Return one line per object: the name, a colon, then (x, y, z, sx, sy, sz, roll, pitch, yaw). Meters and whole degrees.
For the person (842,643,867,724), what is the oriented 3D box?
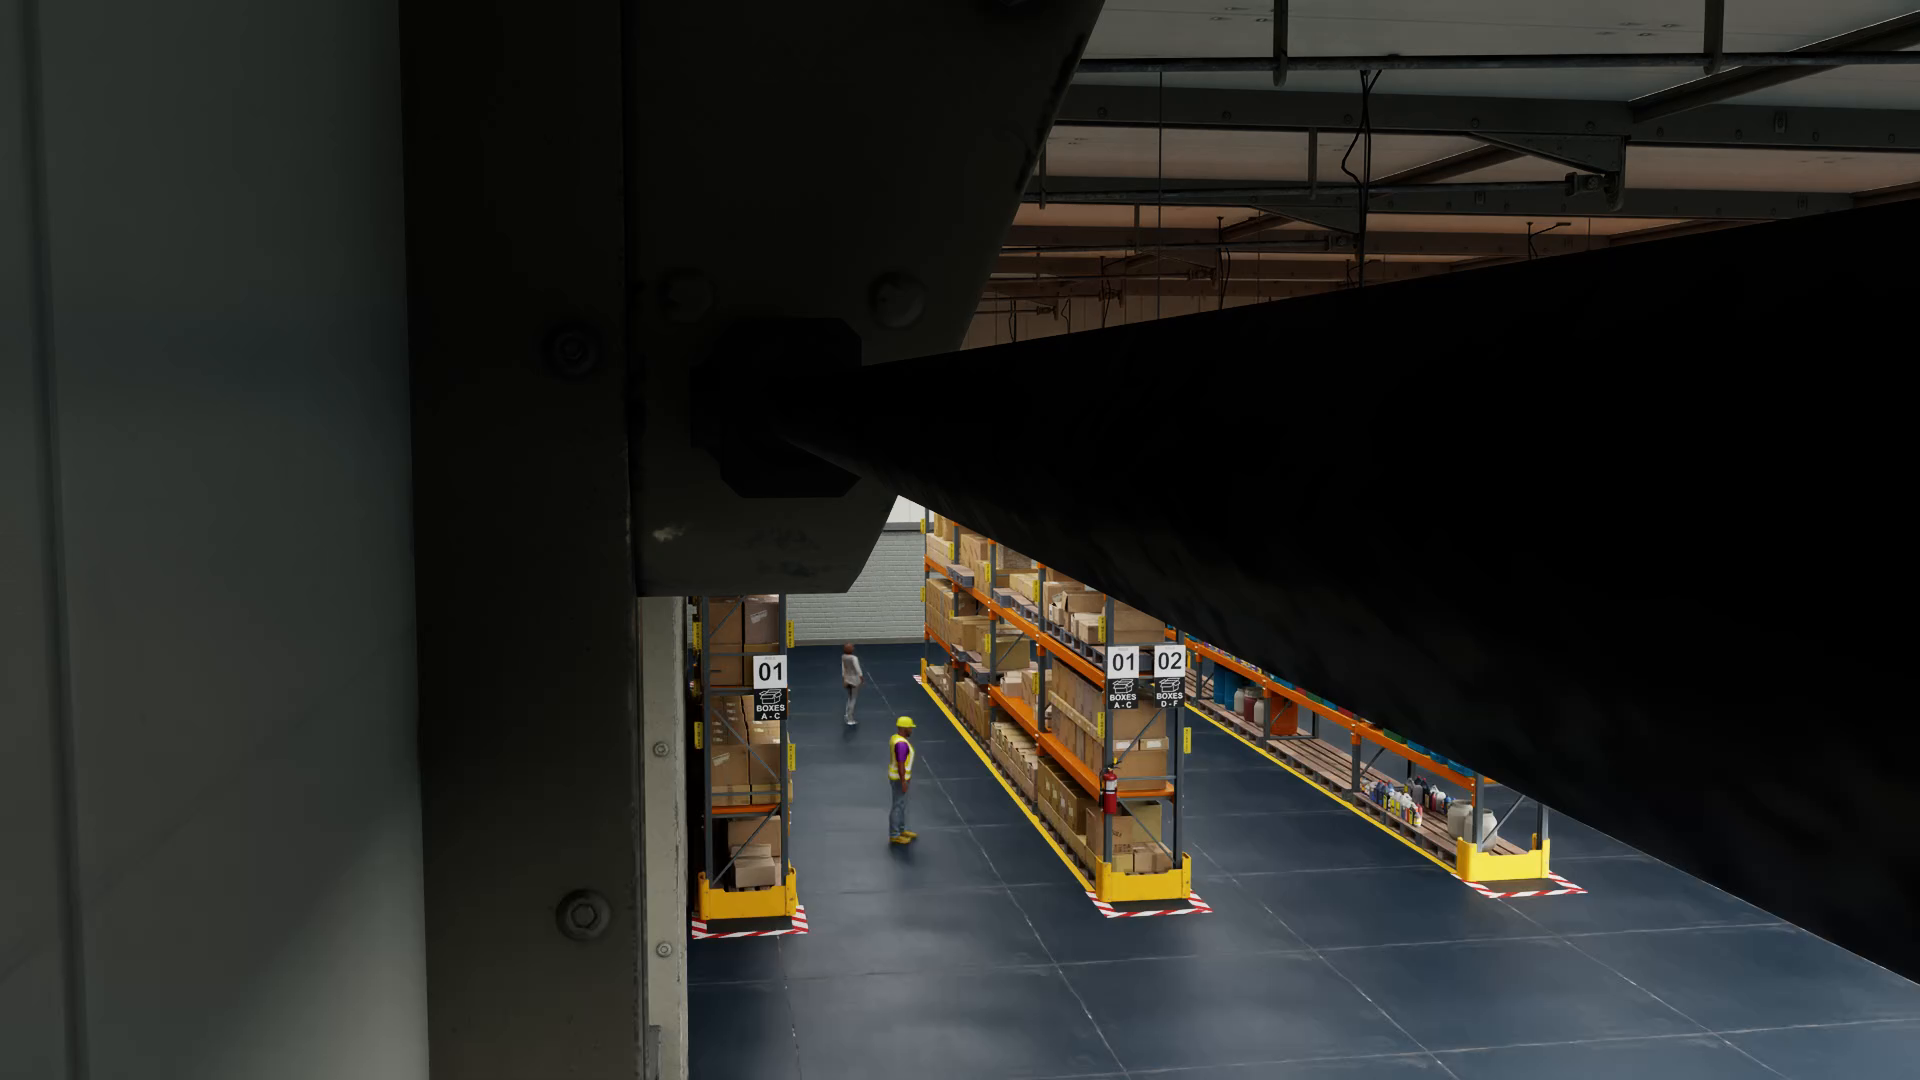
person: (-2.042, 2.744, 31.777, 0.446, 1.601, 0.446, 3, 6, 33)

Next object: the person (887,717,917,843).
person: (-0.817, 3.376, 23.504, 0.416, 1.780, 0.591, -1, 5, -6)
